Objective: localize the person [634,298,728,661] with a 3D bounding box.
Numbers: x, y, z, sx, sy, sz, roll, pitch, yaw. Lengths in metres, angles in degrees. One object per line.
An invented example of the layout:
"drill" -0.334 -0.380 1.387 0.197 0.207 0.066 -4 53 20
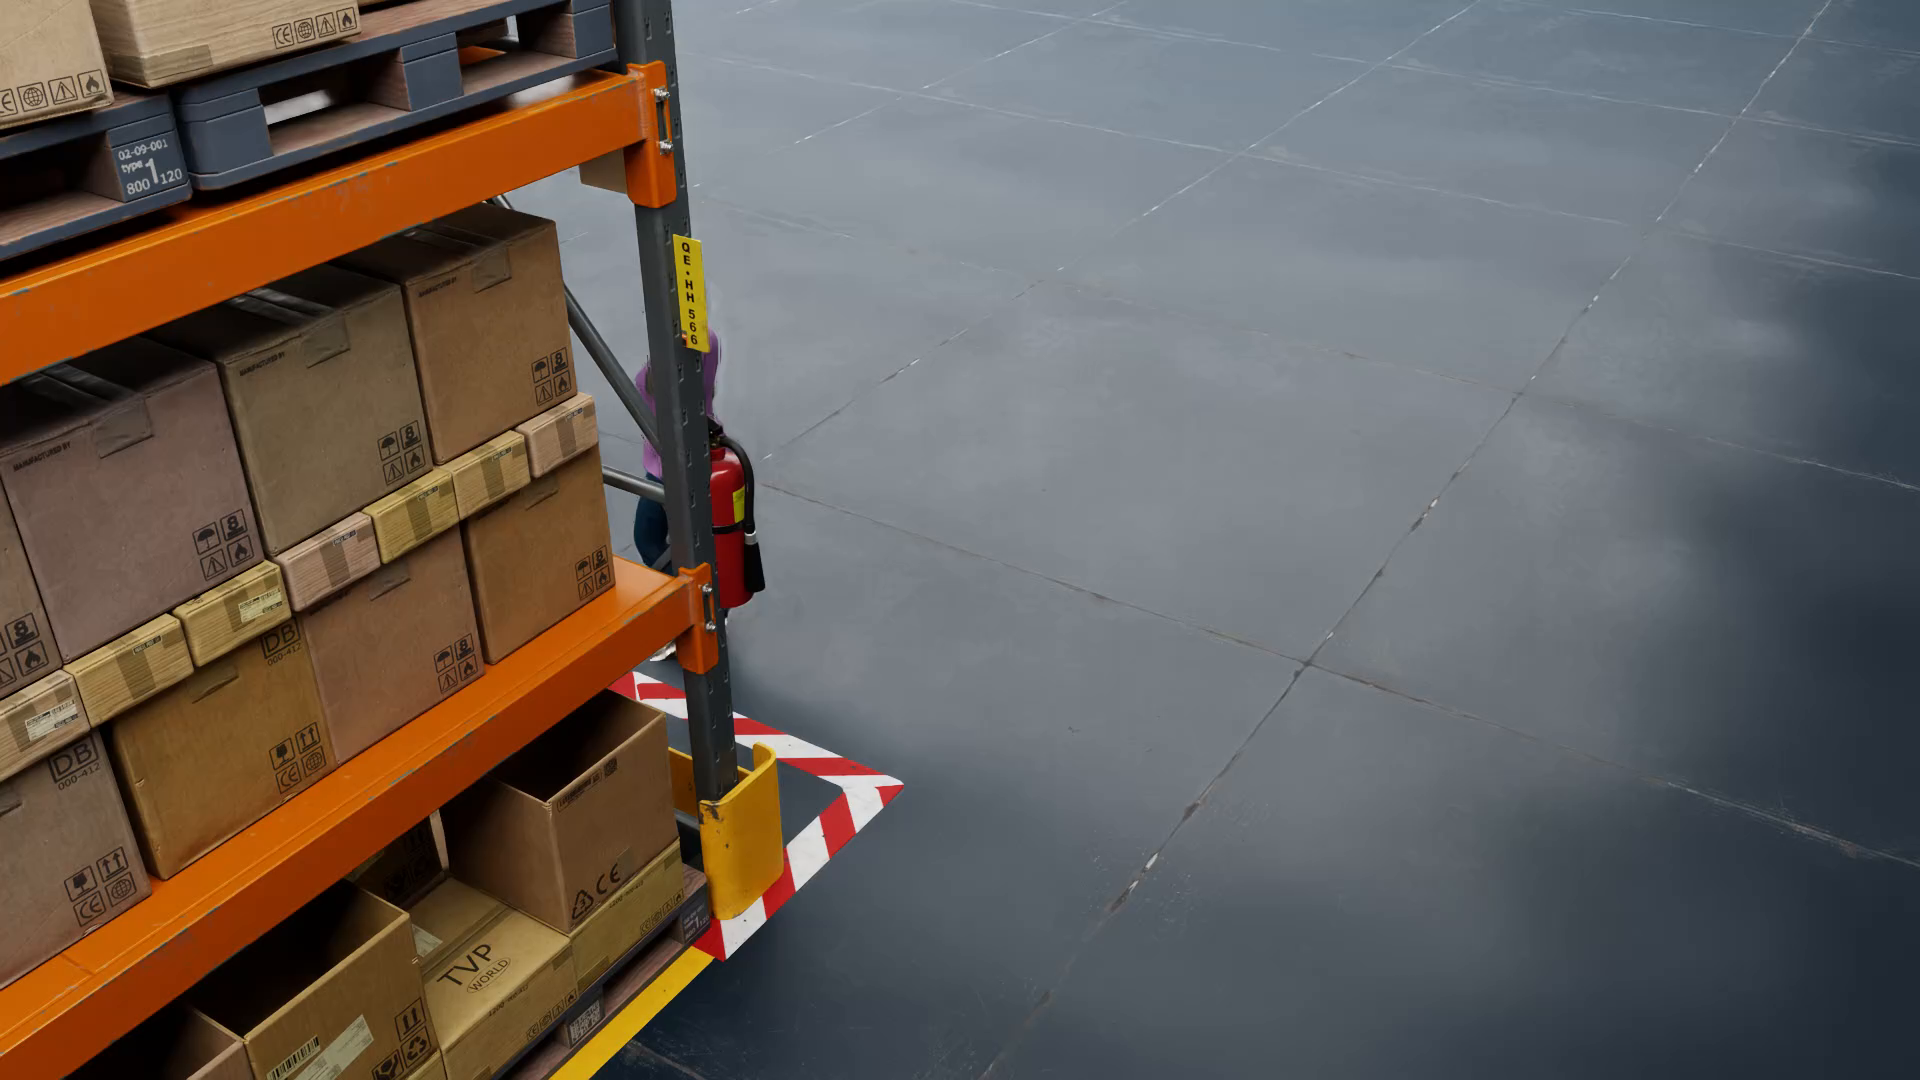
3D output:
"person" -1.104 -0.276 6.609 0.335 1.646 0.459 12 33 19
